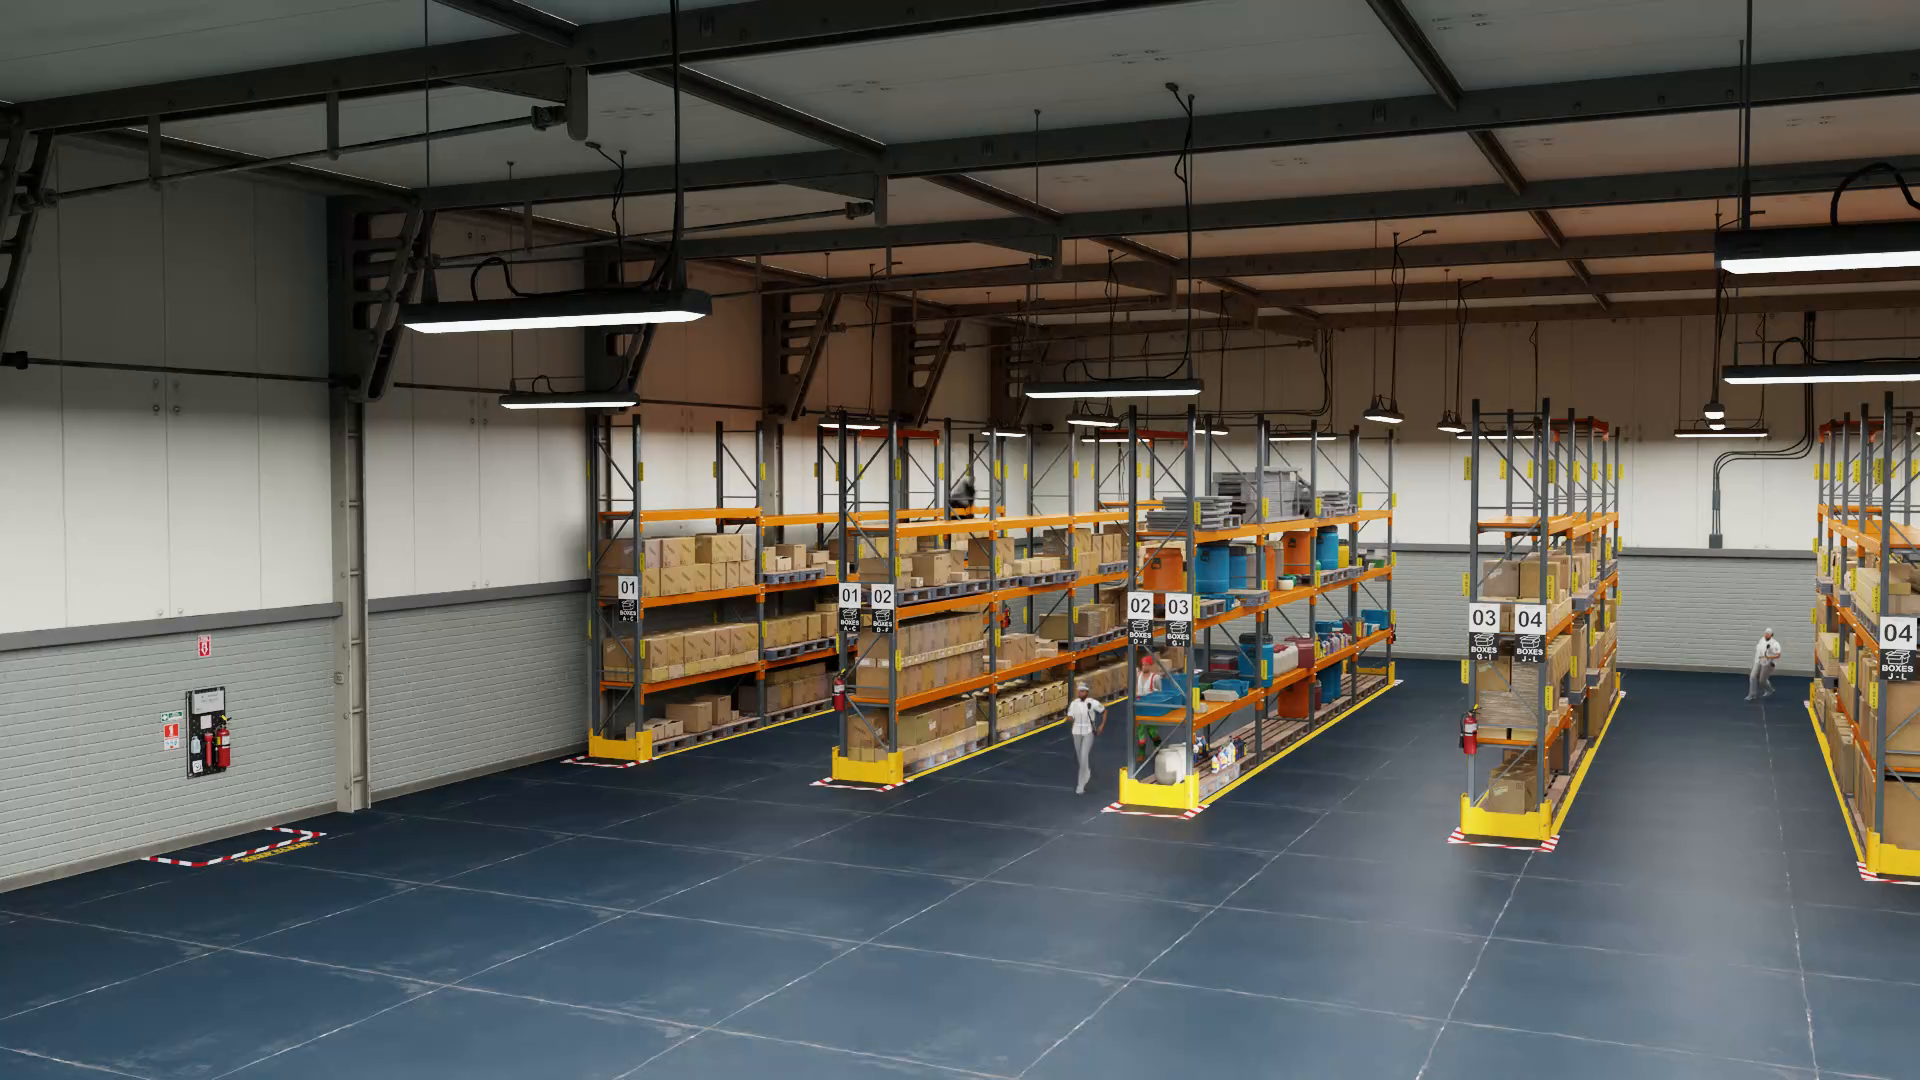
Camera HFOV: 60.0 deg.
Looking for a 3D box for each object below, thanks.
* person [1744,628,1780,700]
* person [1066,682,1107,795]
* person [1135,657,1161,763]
[{"bbox_3d":[17.663,2.724,36.363,0.749,1.621,0.648,-1,2,-20],"label":"person"},{"bbox_3d":[1.956,3.091,26.173,0.583,1.726,0.866,1,3,27],"label":"person"},{"bbox_3d":[3.236,2.917,28.817,0.658,1.790,0.843,1,3,26],"label":"person"}]
